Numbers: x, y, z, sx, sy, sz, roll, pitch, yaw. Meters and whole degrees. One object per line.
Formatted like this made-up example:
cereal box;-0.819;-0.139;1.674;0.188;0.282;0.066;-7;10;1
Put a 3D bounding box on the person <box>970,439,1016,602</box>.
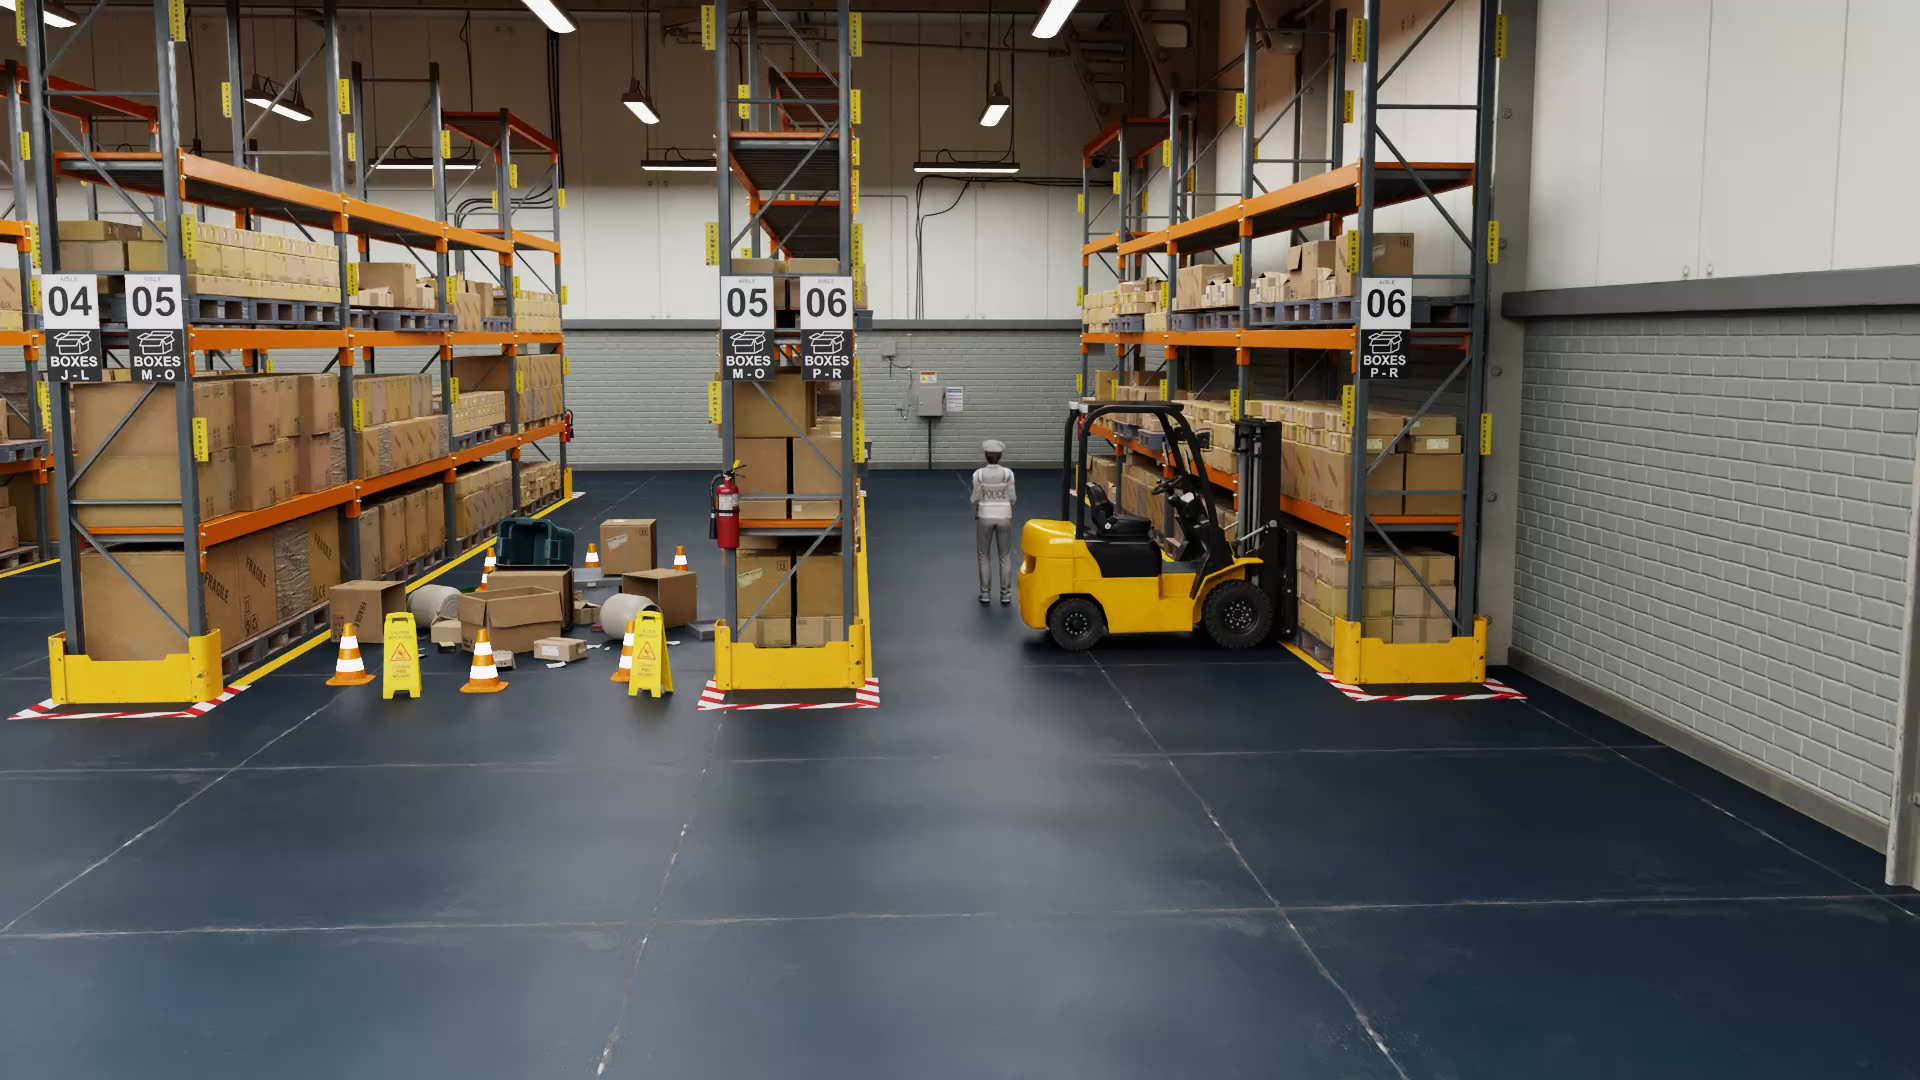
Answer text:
person;0.342;-0.202;17.274;0.479;1.692;0.529;0;7;-4
